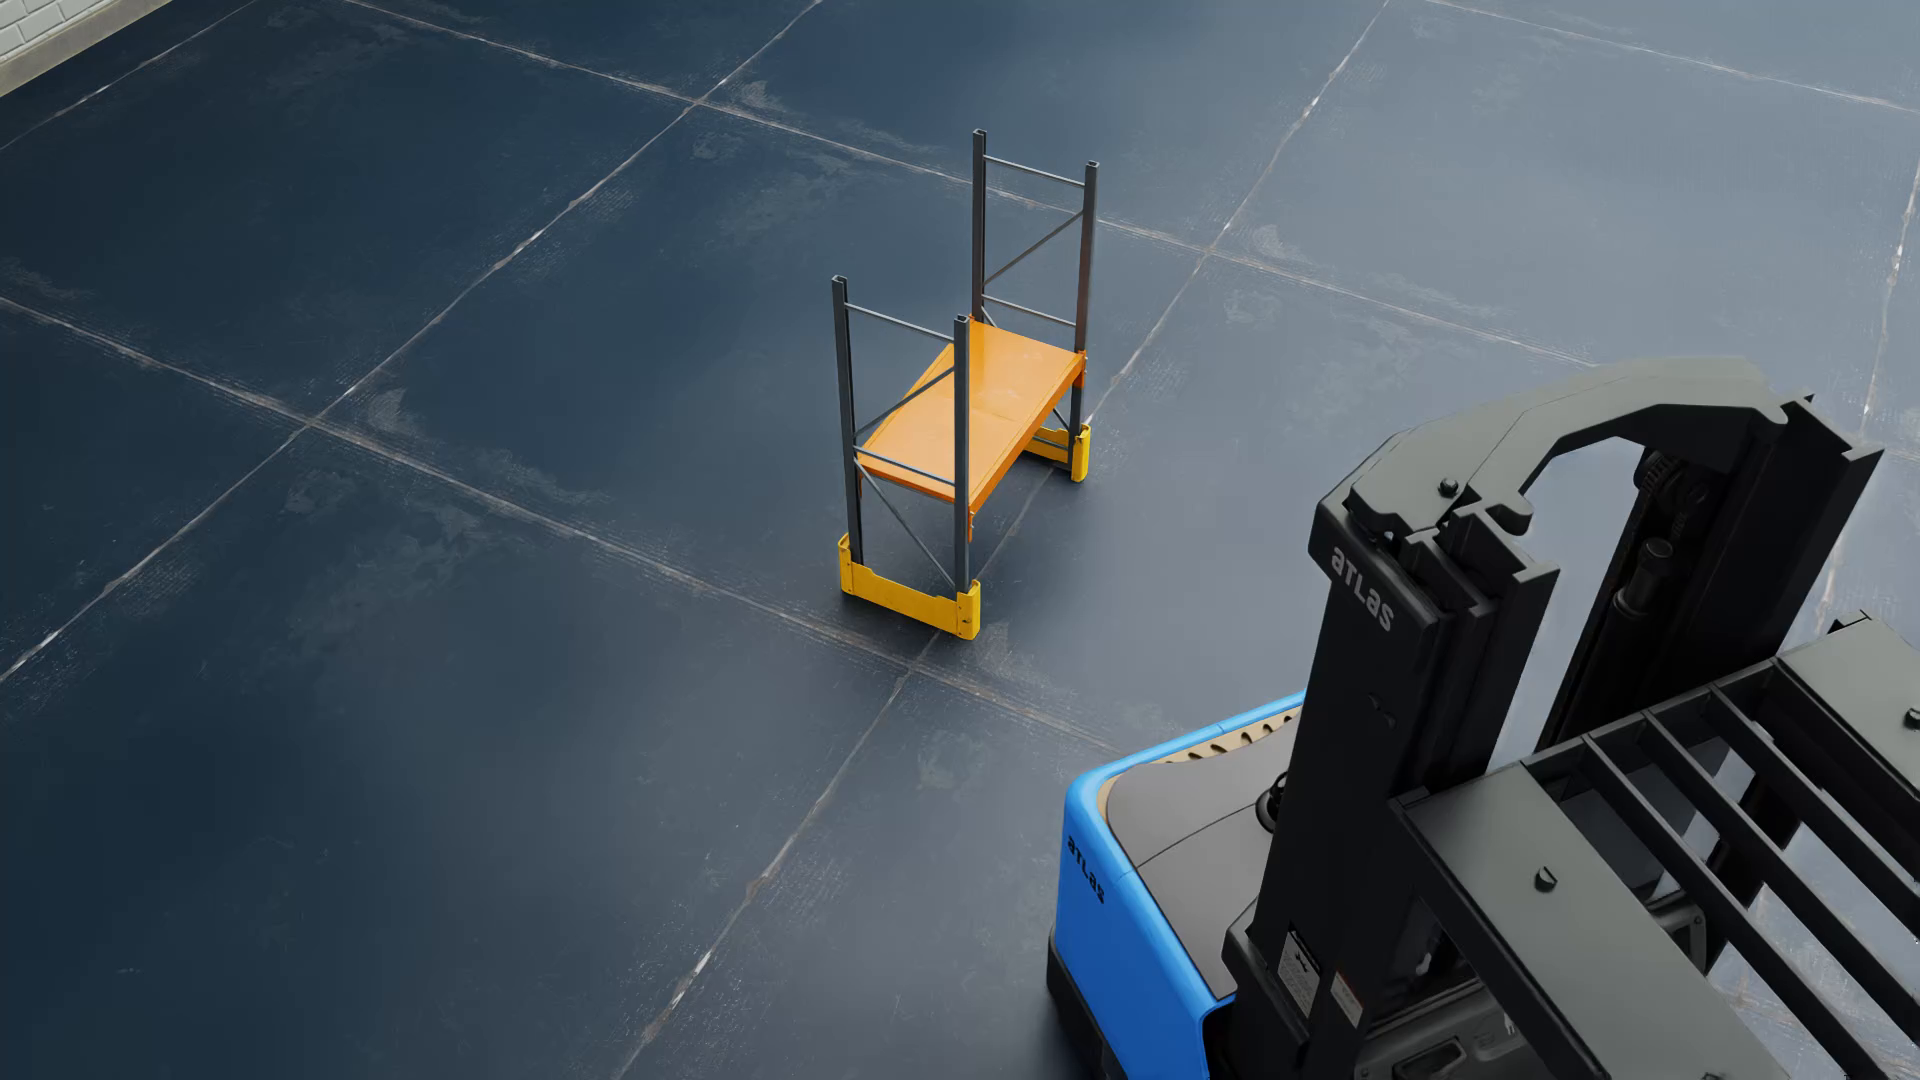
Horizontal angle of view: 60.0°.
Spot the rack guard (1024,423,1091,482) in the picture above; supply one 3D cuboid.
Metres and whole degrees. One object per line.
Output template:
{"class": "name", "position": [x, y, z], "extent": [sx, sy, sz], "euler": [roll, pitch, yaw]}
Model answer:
{"class": "rack guard", "position": [0.267, -0.450, 7.019], "extent": [0.587, 0.250, 0.087], "euler": [20, 49, 19]}

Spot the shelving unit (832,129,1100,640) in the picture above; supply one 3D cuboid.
{"class": "shelving unit", "position": [-3.512, 4.133, 1.400], "extent": [0.587, 1.800, 16.366], "euler": [20, 49, 19]}

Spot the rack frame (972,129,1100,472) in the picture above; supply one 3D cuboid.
{"class": "rack frame", "position": [-3.523, 4.133, 1.400], "extent": [0.520, 1.800, 16.358], "euler": [20, 49, 19]}

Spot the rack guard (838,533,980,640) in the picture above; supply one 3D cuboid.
{"class": "rack guard", "position": [-0.196, 0.178, 6.398], "extent": [0.587, 0.250, 0.087], "euler": [20, 49, 19]}

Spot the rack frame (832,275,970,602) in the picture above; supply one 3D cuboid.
{"class": "rack frame", "position": [-0.196, -0.261, 5.953], "extent": [0.500, 1.500, 0.032], "euler": [20, 49, 19]}

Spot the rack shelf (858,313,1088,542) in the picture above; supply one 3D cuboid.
{"class": "rack shelf", "position": [0.040, -0.455, 6.398], "extent": [0.538, 0.185, 1.000], "euler": [20, 49, 19]}

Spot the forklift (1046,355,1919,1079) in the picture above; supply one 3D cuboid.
{"class": "forklift", "position": [1.341, 1.203, 3.501], "extent": [1.130, 2.935, 3.031], "euler": [-18, 48, -17]}
